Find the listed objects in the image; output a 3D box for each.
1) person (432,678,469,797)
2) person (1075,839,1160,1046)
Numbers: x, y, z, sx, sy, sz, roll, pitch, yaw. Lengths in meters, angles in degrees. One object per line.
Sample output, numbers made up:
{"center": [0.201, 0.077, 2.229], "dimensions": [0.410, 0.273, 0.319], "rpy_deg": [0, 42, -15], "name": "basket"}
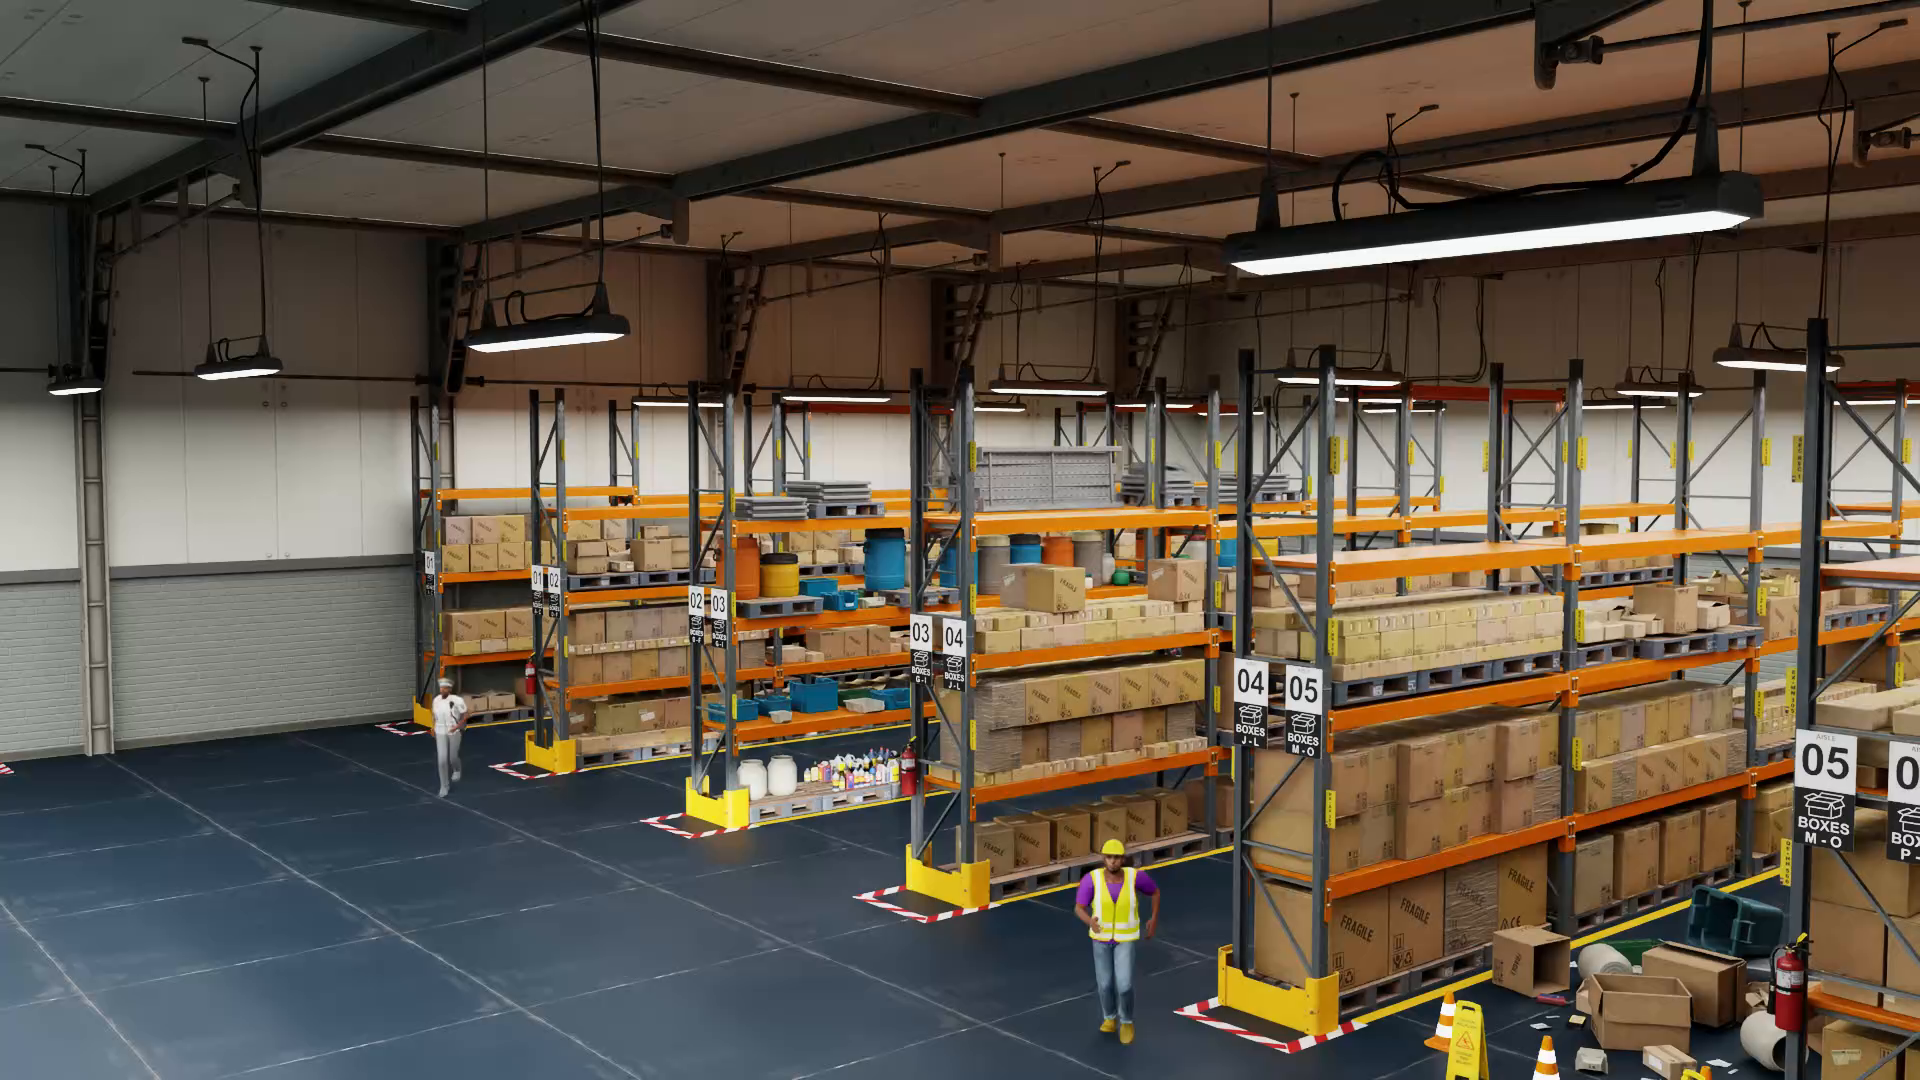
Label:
{"center": [-7.535, 2.875, 24.591], "dimensions": [0.577, 1.725, 0.773], "rpy_deg": [0, 3, -2], "name": "person"}
{"center": [1.342, 3.454, 14.277], "dimensions": [0.720, 1.785, 0.701], "rpy_deg": [1, 3, 9], "name": "person"}
